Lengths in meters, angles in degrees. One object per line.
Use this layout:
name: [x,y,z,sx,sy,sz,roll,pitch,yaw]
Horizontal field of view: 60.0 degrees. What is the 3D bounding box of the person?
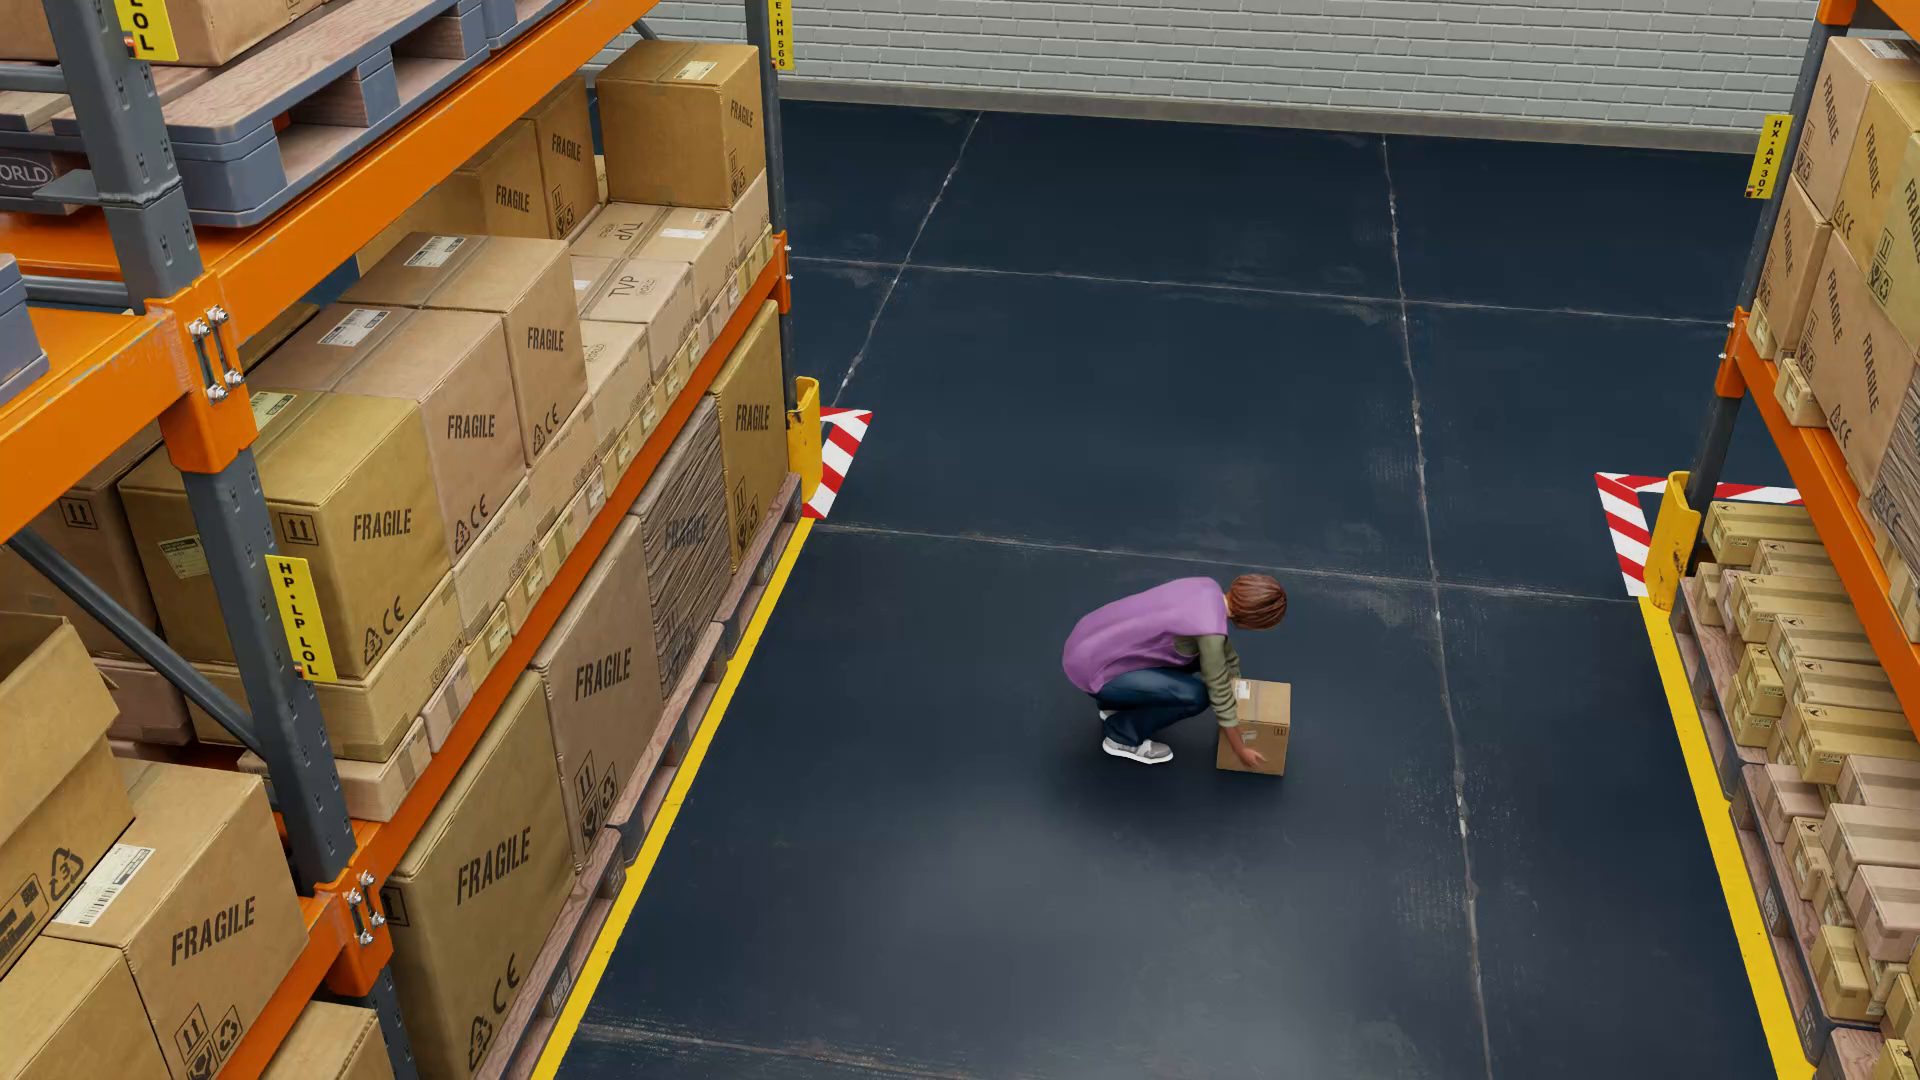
person: [0.790,0.467,6.225,0.808,0.765,0.433,5,33,8]
